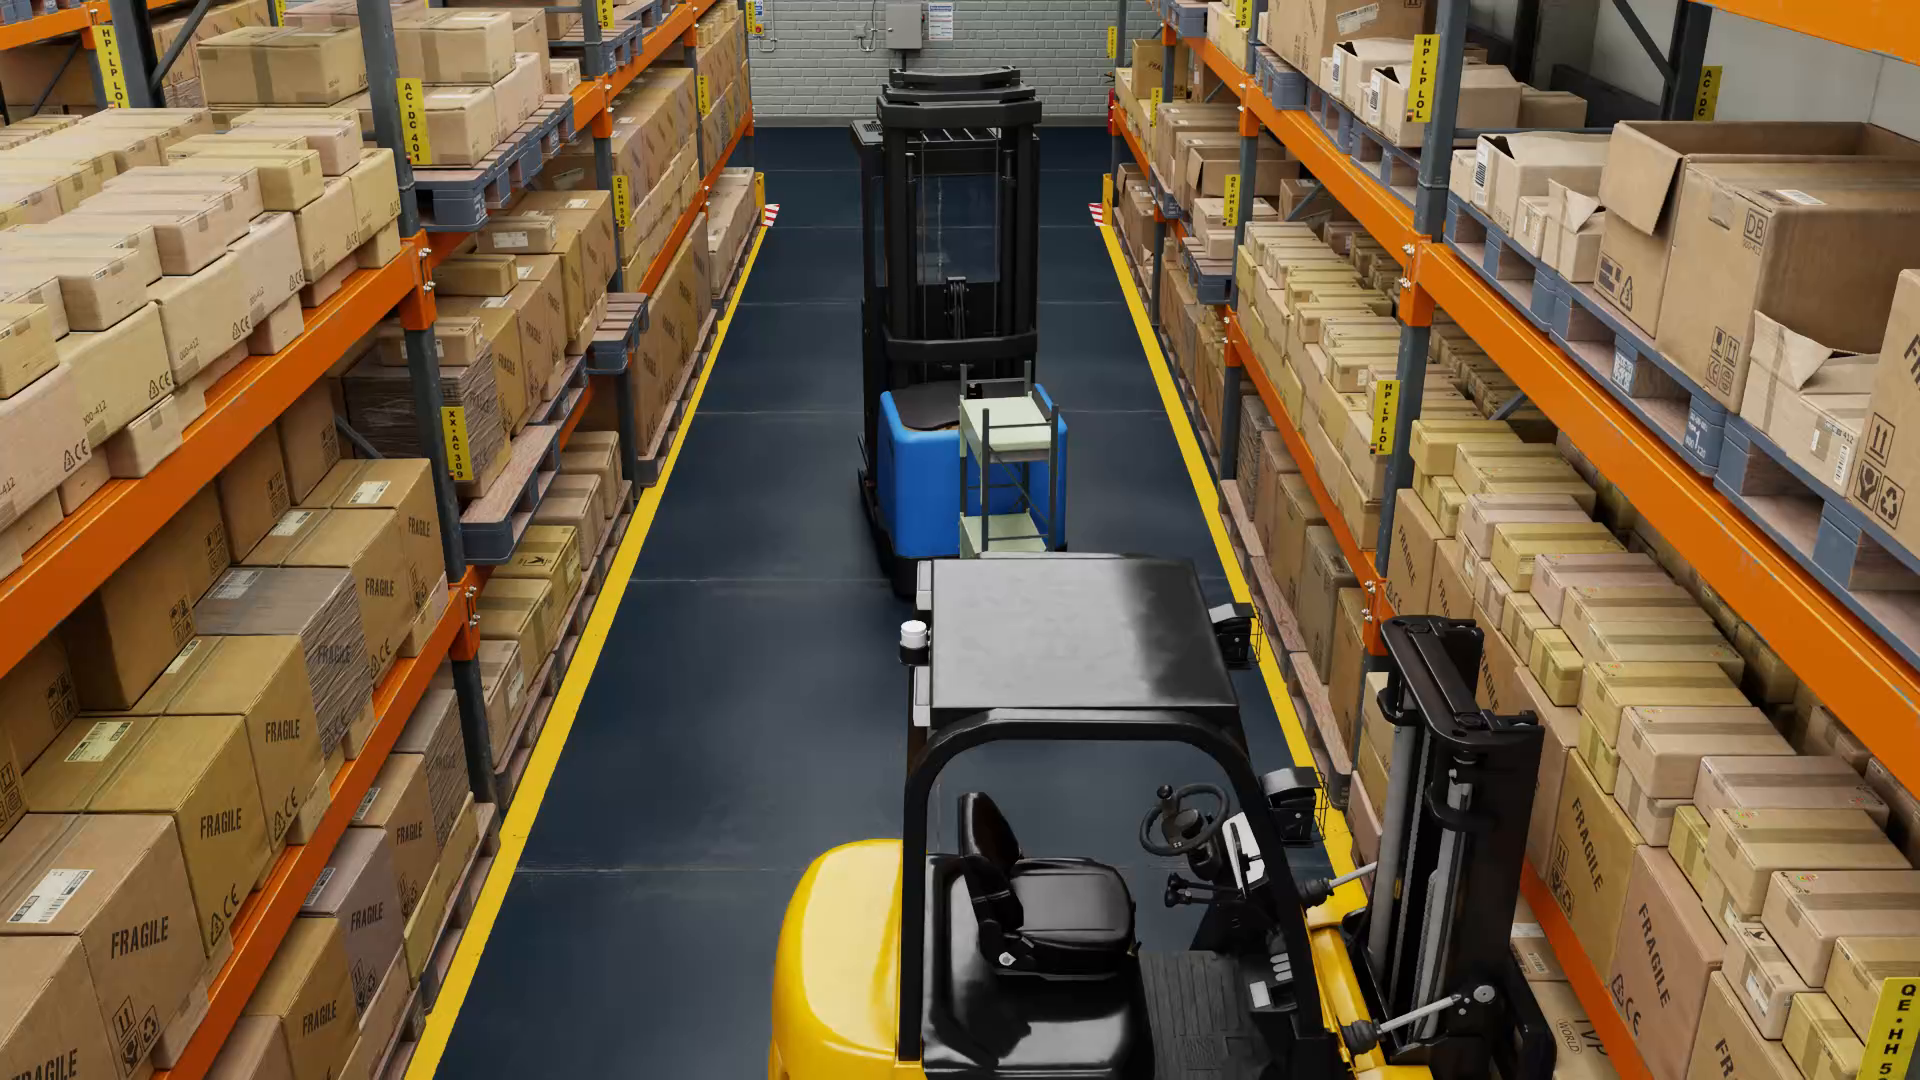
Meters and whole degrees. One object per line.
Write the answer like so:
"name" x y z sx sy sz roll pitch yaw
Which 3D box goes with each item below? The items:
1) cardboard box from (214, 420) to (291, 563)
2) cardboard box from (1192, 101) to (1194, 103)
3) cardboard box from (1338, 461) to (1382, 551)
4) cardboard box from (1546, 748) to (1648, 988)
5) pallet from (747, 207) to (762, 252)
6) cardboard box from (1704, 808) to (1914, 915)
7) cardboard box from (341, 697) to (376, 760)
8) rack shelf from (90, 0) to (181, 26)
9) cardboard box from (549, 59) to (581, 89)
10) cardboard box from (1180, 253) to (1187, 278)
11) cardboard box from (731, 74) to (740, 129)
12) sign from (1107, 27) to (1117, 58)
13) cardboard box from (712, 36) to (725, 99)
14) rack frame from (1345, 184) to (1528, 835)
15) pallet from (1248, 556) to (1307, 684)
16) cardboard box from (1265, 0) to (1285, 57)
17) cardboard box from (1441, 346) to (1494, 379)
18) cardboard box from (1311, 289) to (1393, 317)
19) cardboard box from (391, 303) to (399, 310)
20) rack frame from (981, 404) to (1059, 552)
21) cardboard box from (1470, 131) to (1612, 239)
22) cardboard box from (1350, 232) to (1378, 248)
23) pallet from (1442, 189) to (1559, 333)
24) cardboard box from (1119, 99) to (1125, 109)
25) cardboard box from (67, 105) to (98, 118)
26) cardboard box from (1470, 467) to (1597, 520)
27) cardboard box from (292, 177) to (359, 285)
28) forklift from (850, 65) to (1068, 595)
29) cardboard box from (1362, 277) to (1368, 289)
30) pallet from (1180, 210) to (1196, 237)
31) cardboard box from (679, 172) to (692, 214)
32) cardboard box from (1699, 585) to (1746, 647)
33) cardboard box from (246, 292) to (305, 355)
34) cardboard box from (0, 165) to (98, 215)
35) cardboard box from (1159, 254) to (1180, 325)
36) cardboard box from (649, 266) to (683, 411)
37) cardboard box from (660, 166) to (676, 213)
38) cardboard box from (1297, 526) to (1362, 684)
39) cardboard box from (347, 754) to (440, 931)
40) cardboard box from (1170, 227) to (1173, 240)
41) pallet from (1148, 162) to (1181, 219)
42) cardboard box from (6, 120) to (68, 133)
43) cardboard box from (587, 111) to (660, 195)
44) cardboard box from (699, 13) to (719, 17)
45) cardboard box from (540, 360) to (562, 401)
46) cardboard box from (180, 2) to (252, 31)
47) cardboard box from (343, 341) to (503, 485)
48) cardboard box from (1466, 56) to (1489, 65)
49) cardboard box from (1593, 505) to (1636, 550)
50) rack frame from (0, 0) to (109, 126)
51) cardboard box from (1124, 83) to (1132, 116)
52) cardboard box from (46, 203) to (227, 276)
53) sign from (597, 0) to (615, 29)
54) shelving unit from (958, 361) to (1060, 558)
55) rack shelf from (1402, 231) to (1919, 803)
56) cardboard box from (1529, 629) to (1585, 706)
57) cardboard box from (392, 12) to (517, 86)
"cardboard box" -2.876 -0.245 5.956 0.700 0.500 0.500 0 24 0
"cardboard box" 2.477 -4.013 15.805 0.500 0.250 0.500 0 24 1
"cardboard box" 2.049 -0.163 7.653 0.500 0.250 0.500 0 24 1
"cardboard box" 2.089 0.951 4.886 0.500 0.500 0.500 -1 24 -2
"pallet" -2.692 -3.346 17.893 1.003 0.211 1.213 0 24 -1
"cardboard box" 2.081 0.791 4.092 0.380 0.149 0.250 0 24 1
"cardboard box" -2.325 0.663 5.949 0.380 0.149 0.250 -1 24 -1
"rack shelf" -7.705 -5.097 15.613 1.077 0.370 4.000 0 24 -1
"cardboard box" -2.478 -2.773 9.906 0.380 0.149 0.250 0 24 -1
"cardboard box" 2.061 -2.301 13.934 0.380 0.149 0.250 -1 24 -3
"cardboard box" -2.503 -4.375 16.662 0.500 0.500 0.500 0 24 1
"sign" 1.642 -5.362 17.915 0.100 0.325 0.005 0 24 -1
"cardboard box" -2.492 -4.416 15.538 0.500 0.500 0.500 0 24 0
"rack frame" 2.316 -0.025 7.165 1.000 3.000 0.127 0 24 -1
"pallet" 2.252 0.438 9.525 1.003 0.211 1.213 0 24 -1
"cardboard box" 2.036 -3.023 9.402 0.500 0.500 0.500 0 24 0
"cardboard box" 2.550 -0.831 8.039 0.380 0.149 0.250 0 24 -1
"cardboard box" 2.105 -1.243 8.950 0.380 0.149 0.250 0 24 -1
"cardboard box" -2.888 -0.980 8.285 0.500 0.500 0.500 1 24 1
"rack frame" 0.315 -0.008 8.949 0.400 1.500 0.023 -4 25 -8
"cardboard box" 2.081 -1.244 5.698 0.500 0.311 0.500 0 24 1
"cardboard box" 2.592 -1.774 10.124 0.380 0.149 0.250 0 24 1
"pallet" 2.351 -1.000 5.789 1.003 0.211 1.213 0 24 -1
"cardboard box" 1.914 -4.719 17.848 0.380 0.149 0.250 0 24 -1
"cardboard box" -7.437 -3.620 14.632 0.500 0.500 0.500 -1 24 -2
"cardboard box" 2.127 -0.157 6.187 0.380 0.149 0.250 -1 24 -2
"cardboard box" -2.367 -1.046 5.604 0.500 0.250 0.500 -1 24 -1
"forklift" -0.098 -1.589 10.707 1.130 2.935 3.031 -4 25 -8
"cardboard box" 2.562 -1.438 9.865 0.500 0.250 0.500 0 24 0
"pallet" 2.246 -2.387 12.621 1.003 0.211 1.213 0 24 -1
"cardboard box" -2.474 -2.836 13.562 0.500 0.250 0.500 -1 24 -1
"cardboard box" 2.575 0.261 5.264 0.380 0.149 0.250 0 24 1
"cardboard box" -2.342 -0.701 5.324 0.380 0.149 0.250 0 24 1
"cardboard box" -2.915 -1.059 5.149 0.380 0.149 0.250 -1 24 -2
"cardboard box" 2.009 -2.174 14.440 0.500 0.500 0.500 1 24 2
"cardboard box" -2.621 -1.525 12.551 0.875 0.875 0.875 0 24 0
"cardboard box" -2.440 -2.646 12.536 0.500 0.250 0.500 0 24 0
"cardboard box" 2.298 0.331 8.751 0.875 0.625 0.625 0 24 -1
"cardboard box" -2.366 1.171 6.439 0.500 0.500 0.500 0 24 0
"cardboard box" 2.027 -2.656 14.359 0.380 0.149 0.250 -1 24 -1
"pallet" 2.128 -2.904 13.765 1.003 0.211 1.213 0 24 -1
"cardboard box" -7.480 -3.307 13.494 0.380 0.149 0.250 -1 24 -2
"cardboard box" -2.457 -2.773 11.906 0.500 0.500 0.500 0 24 1
"cardboard box" -2.522 -4.962 15.959 0.380 0.149 0.250 1 24 1
"cardboard box" -2.324 -0.844 8.772 0.380 0.149 0.250 1 24 1
"cardboard box" -7.468 -5.123 16.741 0.500 0.500 0.500 -1 24 -2
"cardboard box" -2.366 -0.568 7.374 0.500 0.500 0.500 0 24 1
"cardboard box" 2.372 -2.294 8.194 0.380 0.166 0.250 0 24 -1
"cardboard box" 2.608 -0.023 6.252 0.380 0.149 0.250 0 24 1
"rack frame" -7.684 -3.234 14.260 1.000 3.000 0.127 0 24 -1
"cardboard box" 1.935 -4.432 16.731 0.500 0.250 0.500 -1 24 -2
"cardboard box" -2.314 -0.849 4.684 0.380 0.149 0.250 0 24 0
"sign" -2.149 -3.253 10.036 0.100 0.325 0.005 0 24 -1
"shelving unit" 0.257 -0.157 9.278 0.431 1.500 0.755 -4 25 -8
"rack shelf" 2.337 -0.240 4.873 1.077 0.370 4.000 0 24 -1
"cardboard box" 2.053 0.404 5.309 0.380 0.149 0.250 -1 24 -2
"cardboard box" -2.269 -2.167 7.326 0.500 0.250 0.500 -1 24 -2
